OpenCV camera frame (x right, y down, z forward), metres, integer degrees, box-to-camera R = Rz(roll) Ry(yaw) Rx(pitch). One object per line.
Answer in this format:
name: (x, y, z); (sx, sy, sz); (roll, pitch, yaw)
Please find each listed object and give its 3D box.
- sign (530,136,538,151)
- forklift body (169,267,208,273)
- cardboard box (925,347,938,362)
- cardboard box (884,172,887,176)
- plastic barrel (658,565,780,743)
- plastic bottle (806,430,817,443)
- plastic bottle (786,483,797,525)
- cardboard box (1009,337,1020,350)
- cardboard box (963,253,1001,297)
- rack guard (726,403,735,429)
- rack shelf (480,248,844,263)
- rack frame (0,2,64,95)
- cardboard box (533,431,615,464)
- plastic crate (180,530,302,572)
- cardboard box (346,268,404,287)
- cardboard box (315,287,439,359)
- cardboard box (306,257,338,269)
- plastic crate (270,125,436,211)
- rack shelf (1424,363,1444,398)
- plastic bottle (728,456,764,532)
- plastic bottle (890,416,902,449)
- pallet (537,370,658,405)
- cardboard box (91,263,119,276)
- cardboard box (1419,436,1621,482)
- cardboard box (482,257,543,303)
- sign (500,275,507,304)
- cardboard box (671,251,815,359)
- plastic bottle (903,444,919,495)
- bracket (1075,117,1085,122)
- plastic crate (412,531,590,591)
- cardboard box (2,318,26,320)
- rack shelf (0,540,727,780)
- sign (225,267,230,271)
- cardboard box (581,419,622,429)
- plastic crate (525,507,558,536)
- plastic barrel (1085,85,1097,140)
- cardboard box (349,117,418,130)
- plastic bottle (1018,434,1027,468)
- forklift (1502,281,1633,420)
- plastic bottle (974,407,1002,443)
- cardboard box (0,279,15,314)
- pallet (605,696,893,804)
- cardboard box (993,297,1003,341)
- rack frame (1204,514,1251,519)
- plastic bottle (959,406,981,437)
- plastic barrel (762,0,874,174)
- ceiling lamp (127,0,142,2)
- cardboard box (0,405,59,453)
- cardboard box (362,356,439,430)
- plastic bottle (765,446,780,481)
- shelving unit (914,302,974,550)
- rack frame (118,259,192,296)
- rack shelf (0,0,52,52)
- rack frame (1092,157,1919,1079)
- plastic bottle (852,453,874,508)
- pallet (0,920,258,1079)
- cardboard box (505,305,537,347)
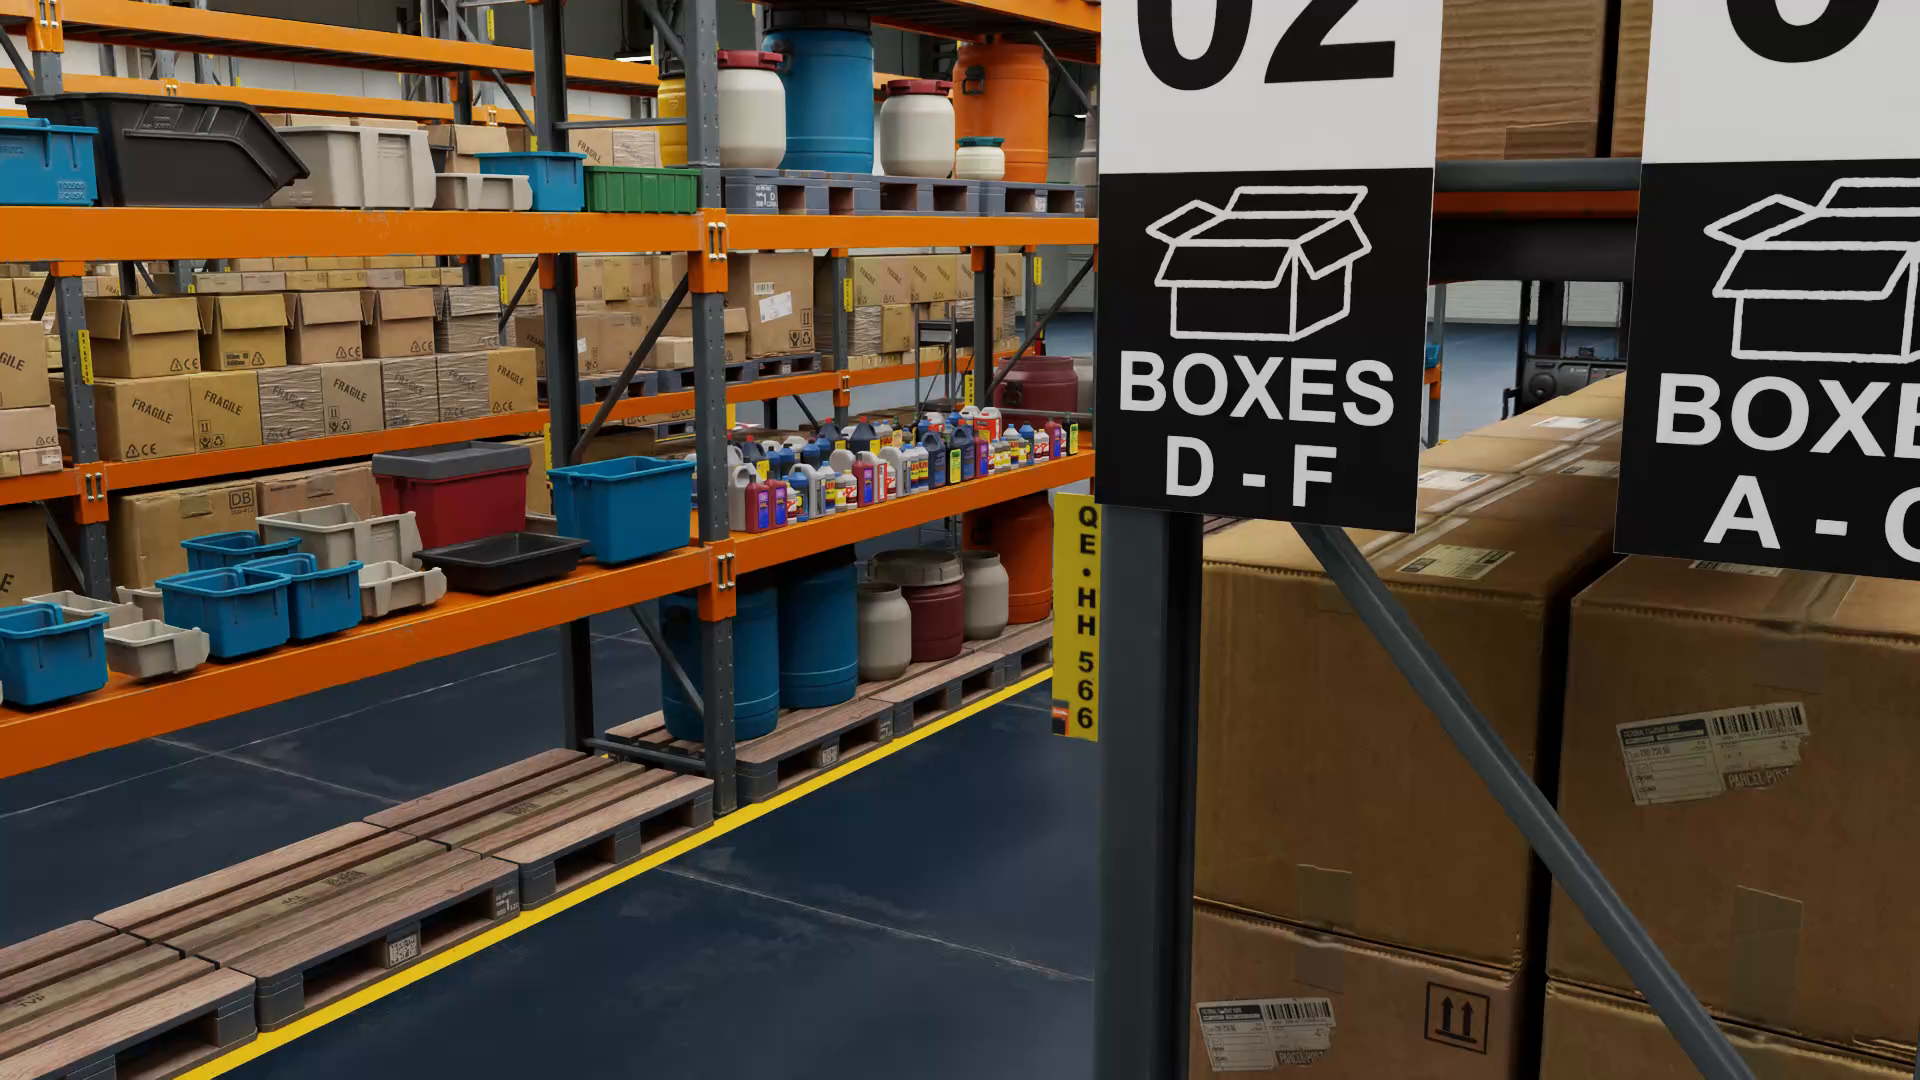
sign: (-1.994, -1.751, 7.894); (0.100, 0.325, 0.005); (6, 12, 31)
forklift body: (-11.667, -3.110, 25.638); (2.313, 2.155, 1.214); (6, 12, 31)
cardboard box: (-0.468, -2.069, 18.454); (0.380, 0.149, 0.250); (6, 12, 31)
cardboard box: (-0.529, -4.288, 19.029); (0.500, 0.500, 0.500); (6, 12, 30)
plastic barrel: (-1.228, 0.522, 8.492); (0.600, 0.901, 0.708); (6, 12, 31)
plastic bottle: (-0.874, -0.490, 9.652); (0.061, 0.283, 0.133); (6, 12, 31)
plastic bottle: (-0.856, -0.179, 8.216); (0.097, 0.201, 0.097); (0, 11, 0)
cardboard box: (0.501, -2.392, 20.175); (0.380, 0.149, 0.250); (6, 12, 31)
cardboard box: (0.143, -3.077, 19.357); (0.500, 0.500, 0.500); (6, 12, 31)
rack guard: (-3.702, -1.845, 23.363); (1.175, 0.500, 0.348); (6, 12, 31)
rack shelf: (-2.643, -2.757, 15.247); (1.077, 0.370, 4.000); (6, 12, 31)
rack frame: (-5.758, -3.641, 9.864); (1.000, 3.000, 0.127); (6, 12, 31)
cardboard box: (-3.359, -0.786, 14.475); (0.500, 0.250, 0.500); (7, 13, 33)
plastic crate: (-2.754, 0.115, 6.394); (0.416, 0.233, 0.300); (6, 12, 31)
cardboard box: (-6.572, -2.742, 18.374); (0.700, 0.500, 0.500); (6, 12, 31)
cardboard box: (-4.415, -1.648, 12.523); (0.797, 0.503, 0.637); (7, 13, 32)
cardboard box: (-9.093, -3.787, 23.150); (0.700, 0.500, 0.500); (6, 12, 29)
plastic crate: (-2.187, -1.325, 5.968); (0.437, 0.282, 0.530); (6, 12, 31)
rack shelf: (3.667, -1.438, 16.356); (1.077, 0.370, 4.000); (6, 12, 31)
plastic bottle: (-1.044, -0.226, 8.058); (0.144, 0.351, 0.185); (6, 12, 31)
plastic bottle: (-0.418, -0.628, 10.389); (0.061, 0.283, 0.133); (6, 12, 31)
pallet: (-3.402, -1.350, 14.447); (1.213, 0.211, 1.003); (6, 12, 31)
cardboard box: (-10.590, -3.369, 20.728); (0.380, 0.149, 0.250); (6, 12, 28)
cardboard box: (1.153, 0.085, 3.273); (0.500, 0.500, 0.500); (7, 13, 32)
cardboard box: (-5.384, -3.197, 20.453); (0.875, 0.550, 0.550); (6, 12, 31)
sign: (-5.322, -2.920, 19.385); (0.100, 0.325, 0.005); (6, 12, 31)
cardboard box: (-2.137, -2.340, 16.447); (1.000, 1.000, 1.000); (6, 12, 31)
plastic bottle: (-0.274, -0.390, 9.151); (0.097, 0.271, 0.097); (0, 11, 0)
bracket: (3.951, -13.817, 54.437); (0.235, 0.232, 0.430); (6, 12, 31)
plastic crate: (-1.876, 0.088, 6.831); (0.437, 0.125, 0.590); (6, 12, 31)
cardboard box: (-8.404, -1.863, 14.592); (0.380, 0.149, 0.250); (7, 13, 33)
rack shelf: (-2.563, 0.449, 6.275); (1.077, 0.370, 4.000); (6, 12, 31)
sign: (-9.598, -3.414, 21.807); (0.100, 0.325, 0.005); (6, 12, 31)
cardboard box: (-4.940, -1.837, 21.162); (0.875, 0.875, 0.875); (6, 12, 31)
plastic crate: (-1.889, -0.060, 7.589); (0.396, 0.136, 0.243); (6, 12, 31)
plastic barrel: (1.164, -2.678, 11.506); (0.600, 0.901, 0.600); (0, 11, 0)
cardboard box: (-4.309, -2.805, 12.134); (0.500, 0.500, 0.500); (7, 13, 34)
plastic bottle: (0.360, -0.548, 10.183); (0.097, 0.201, 0.097); (0, 11, 0)
forklift: (5.357, -1.427, 14.526); (1.130, 2.935, 3.031); (7, 13, 32)
plastic bottle: (0.181, -0.736, 10.984); (0.152, 0.276, 0.135); (6, 12, 31)
cardboard box: (-11.455, -2.801, 19.460); (0.500, 0.500, 0.500); (7, 13, 34)
pallet: (-1.089, 1.034, 8.772); (1.003, 0.211, 1.213); (6, 12, 31)
cardboard box: (0.006, -2.601, 19.531); (0.875, 0.500, 0.500); (6, 12, 31)
rack frame: (2.629, -1.477, 14.609); (1.000, 3.000, 0.127); (6, 12, 31)
plastic bottle: (0.051, -0.750, 11.062); (0.152, 0.276, 0.135); (6, 12, 31)
plastic barrel: (-0.769, -2.430, 9.040); (0.600, 0.901, 0.708); (6, 12, 31)
ceiling lamp: (-12.368, -9.001, 22.629); (0.800, 3.185, 2.000); (6, 12, 31)
cardboard box: (-5.763, -0.670, 9.898); (0.500, 0.250, 0.500); (6, 12, 30)
cardboard box: (-4.256, -1.110, 12.373); (0.500, 0.500, 0.500); (6, 12, 29)
plastic bottle: (-1.029, -0.377, 9.079); (0.097, 0.271, 0.097); (0, 11, 0)
shelving unit: (-0.086, -1.006, 14.536); (0.431, 2.100, 0.503); (6, 12, 31)
rack frame: (-7.868, -1.811, 16.393); (1.000, 3.000, 0.127); (6, 12, 31)
rack shelf: (-6.796, -2.777, 8.287); (1.077, 0.370, 4.000); (6, 12, 31)
rack frame: (0.630, 0.884, 1.998); (1.000, 3.000, 0.127); (6, 12, 31)
plastic bottle: (-0.509, -0.319, 8.736); (0.061, 0.283, 0.133); (6, 12, 31)
pallet: (-3.140, 1.654, 5.458); (1.003, 0.211, 1.213); (6, 12, 31)
cardboard box: (-5.610, -2.573, 20.055); (0.875, 0.550, 0.550); (6, 12, 31)
